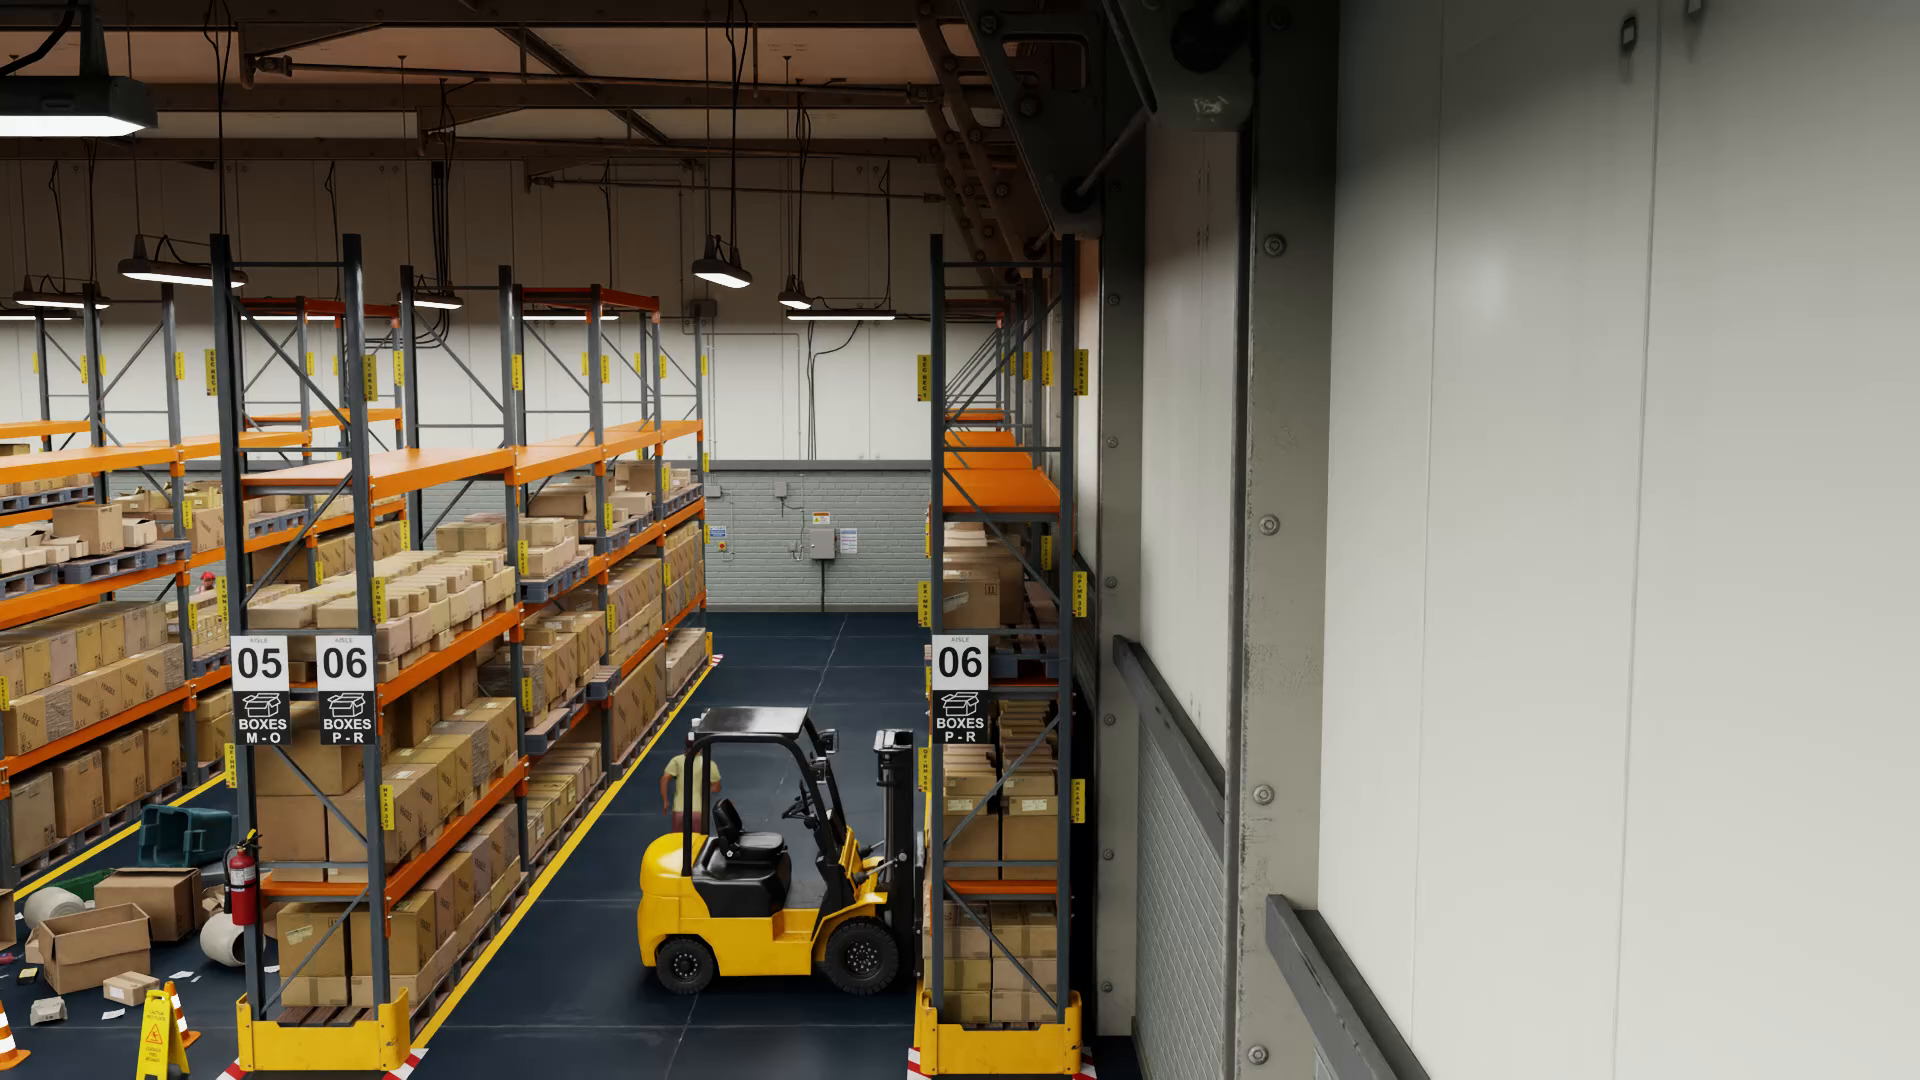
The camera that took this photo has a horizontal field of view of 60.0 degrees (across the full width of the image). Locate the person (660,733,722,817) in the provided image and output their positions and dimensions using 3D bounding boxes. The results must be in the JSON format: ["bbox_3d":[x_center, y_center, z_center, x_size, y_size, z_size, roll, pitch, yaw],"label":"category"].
[{"bbox_3d":[-2.595,2.627,16.068,0.583,1.564,0.711,0,6,0],"label":"person"}]

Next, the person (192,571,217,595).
[{"bbox_3d":[-12.236,1.327,27.258,0.615,1.684,0.632,1,6,9],"label":"person"}]
